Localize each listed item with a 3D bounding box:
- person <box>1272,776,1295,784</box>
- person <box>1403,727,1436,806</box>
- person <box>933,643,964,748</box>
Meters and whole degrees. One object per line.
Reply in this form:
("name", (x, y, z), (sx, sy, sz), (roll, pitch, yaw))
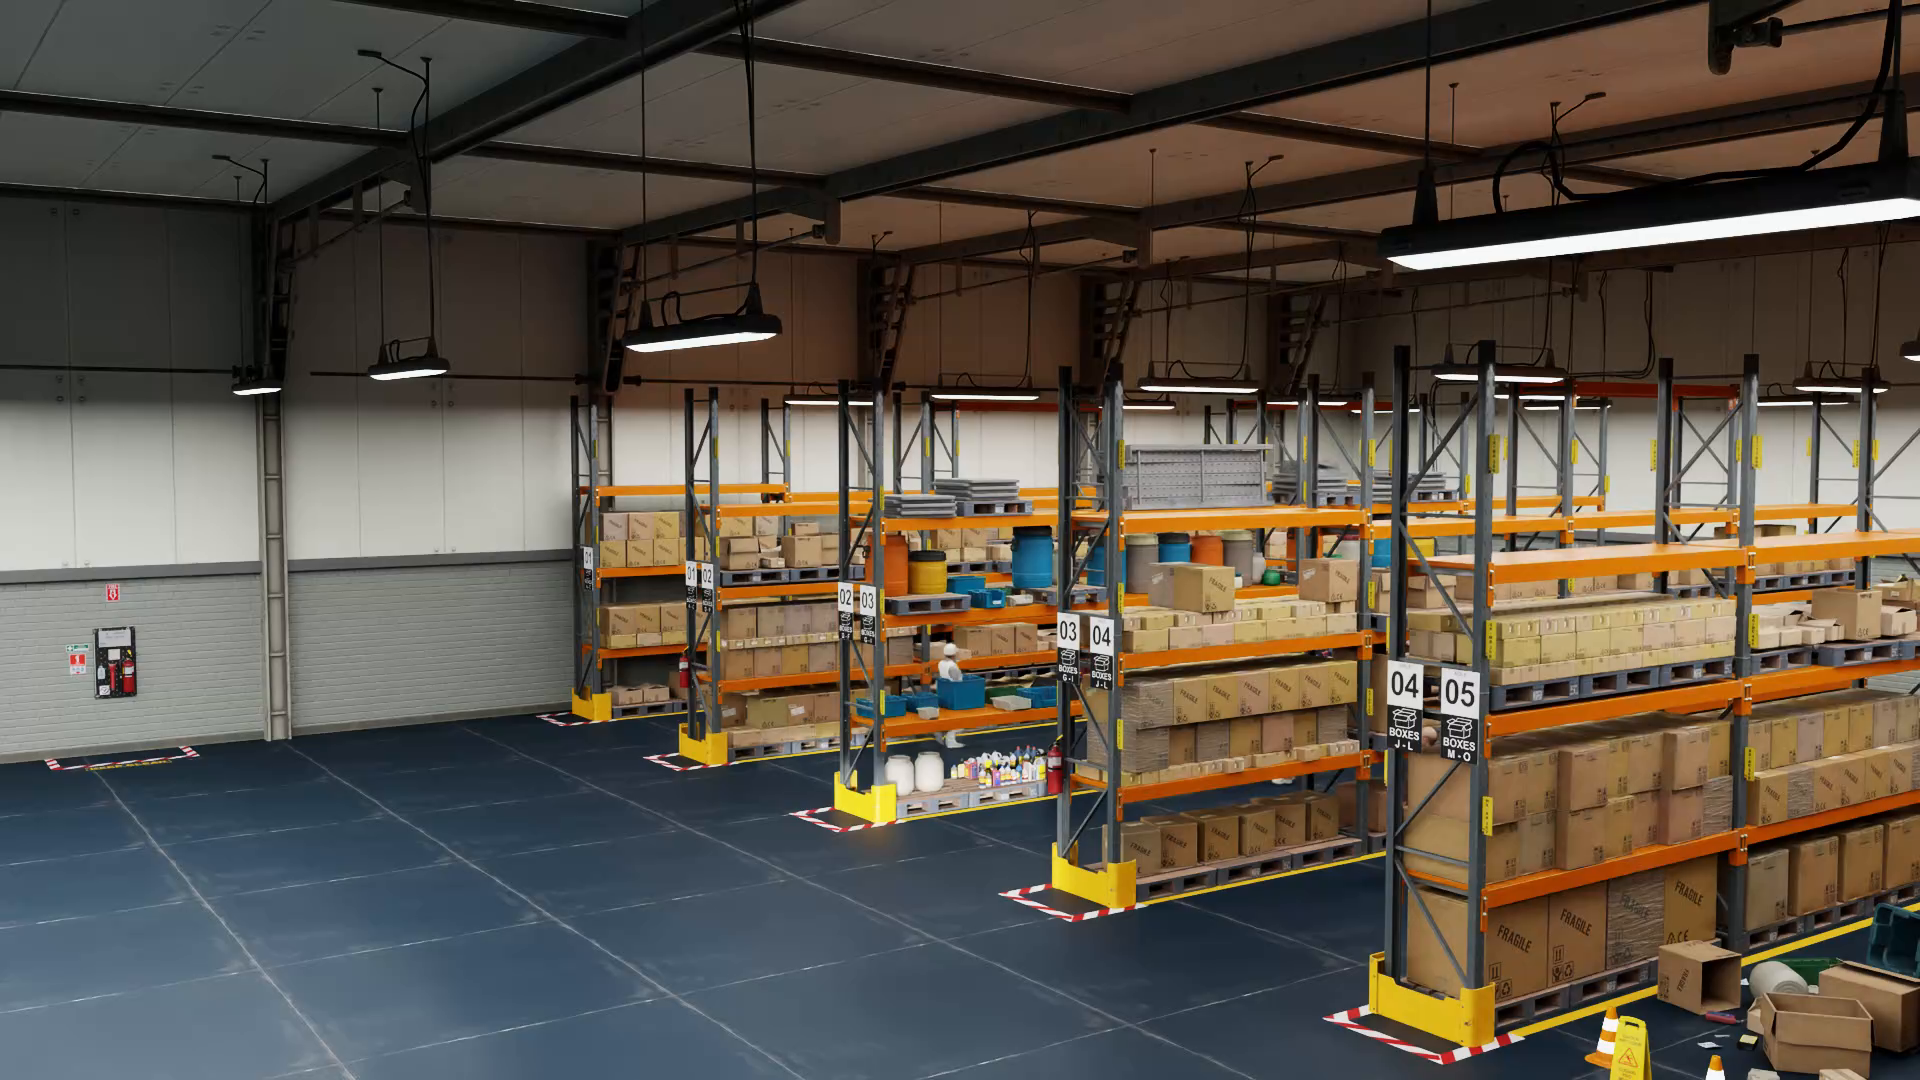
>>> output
("person", (4.912, 2.815, 25.037), (0.366, 1.676, 0.478), (1, 4, 23))
("person", (5.479, 3.093, 19.726), (0.617, 1.785, 0.453), (-1, 4, -15))
("person", (-0.187, 2.595, 27.766), (0.525, 1.765, 0.500), (0, 3, -5))
